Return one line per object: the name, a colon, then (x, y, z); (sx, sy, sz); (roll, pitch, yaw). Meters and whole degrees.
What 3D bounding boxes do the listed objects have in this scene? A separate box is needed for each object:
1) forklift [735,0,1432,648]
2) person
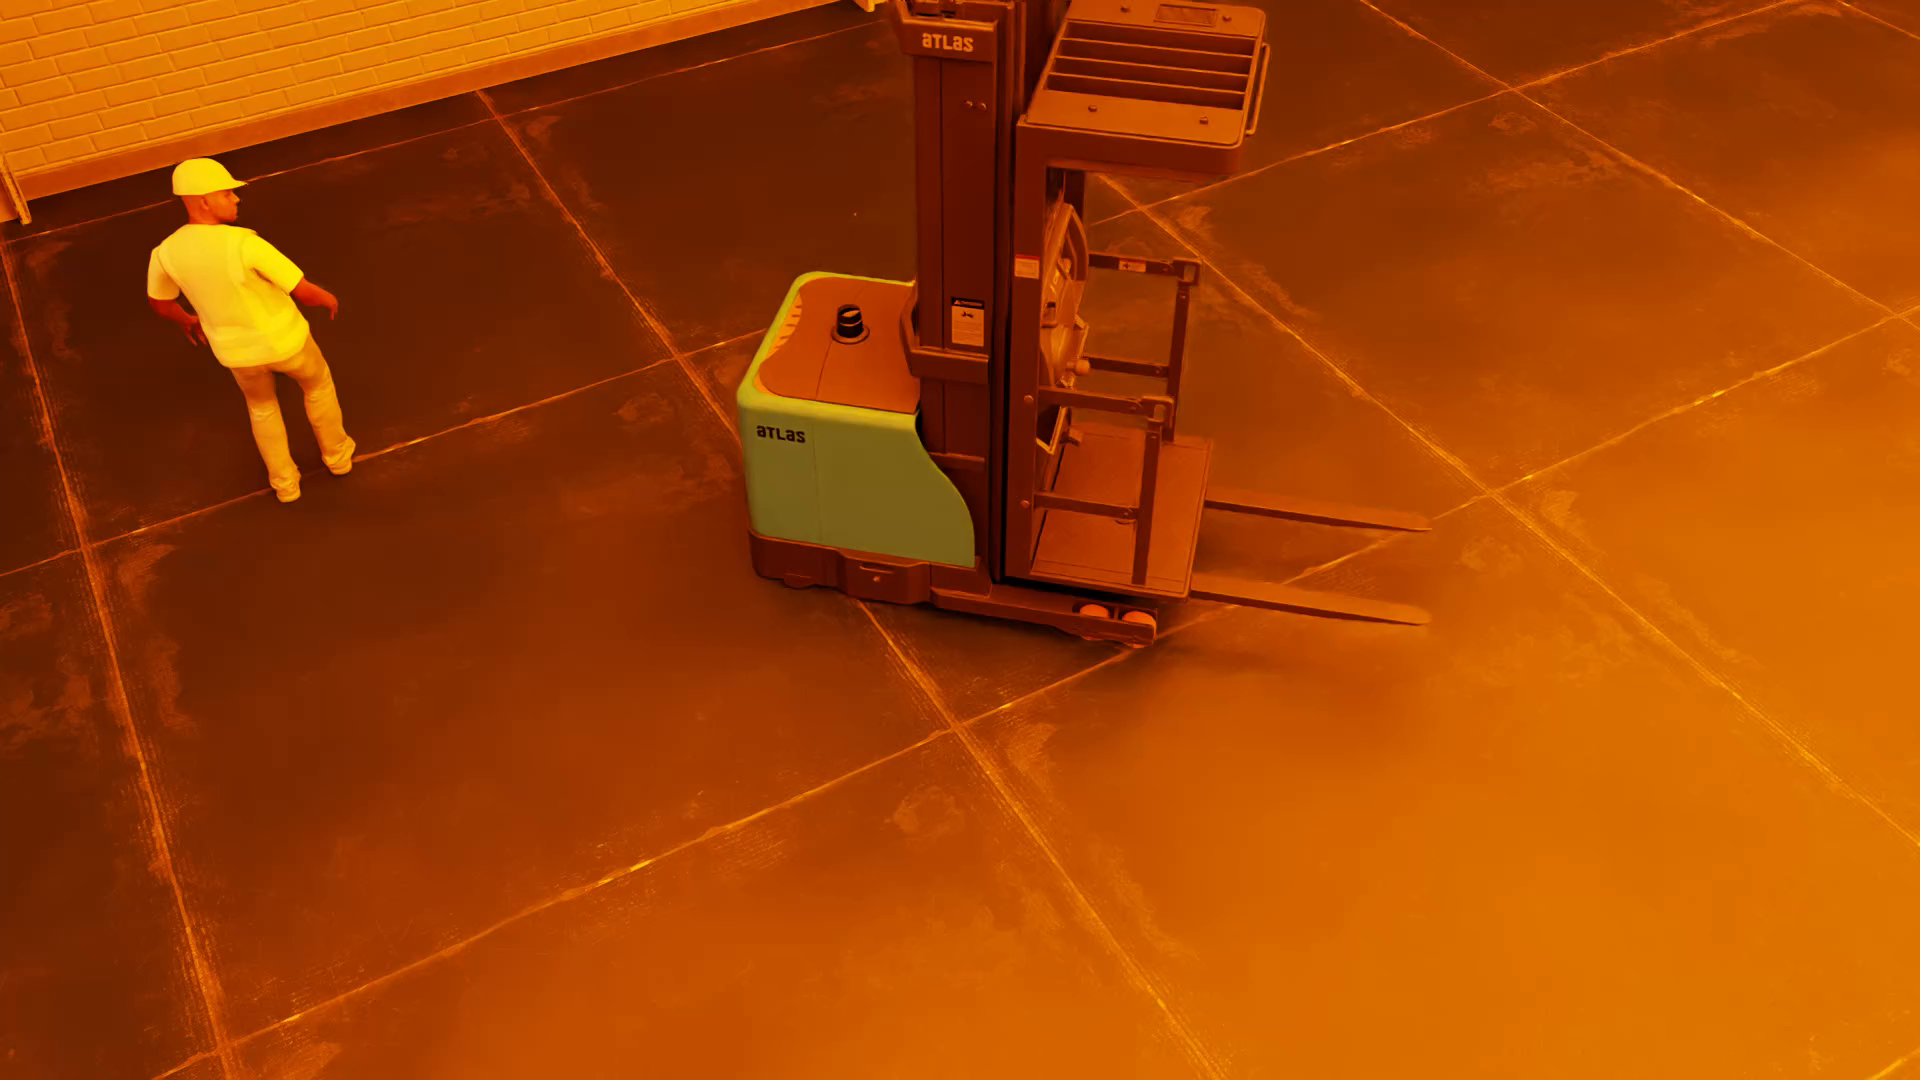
forklift: (0.613, -0.996, 6.772); (3.031, 2.935, 1.130); (8, 44, 9)
person: (-3.233, -0.961, 7.630); (0.783, 1.723, 0.513); (-3, 43, -3)
